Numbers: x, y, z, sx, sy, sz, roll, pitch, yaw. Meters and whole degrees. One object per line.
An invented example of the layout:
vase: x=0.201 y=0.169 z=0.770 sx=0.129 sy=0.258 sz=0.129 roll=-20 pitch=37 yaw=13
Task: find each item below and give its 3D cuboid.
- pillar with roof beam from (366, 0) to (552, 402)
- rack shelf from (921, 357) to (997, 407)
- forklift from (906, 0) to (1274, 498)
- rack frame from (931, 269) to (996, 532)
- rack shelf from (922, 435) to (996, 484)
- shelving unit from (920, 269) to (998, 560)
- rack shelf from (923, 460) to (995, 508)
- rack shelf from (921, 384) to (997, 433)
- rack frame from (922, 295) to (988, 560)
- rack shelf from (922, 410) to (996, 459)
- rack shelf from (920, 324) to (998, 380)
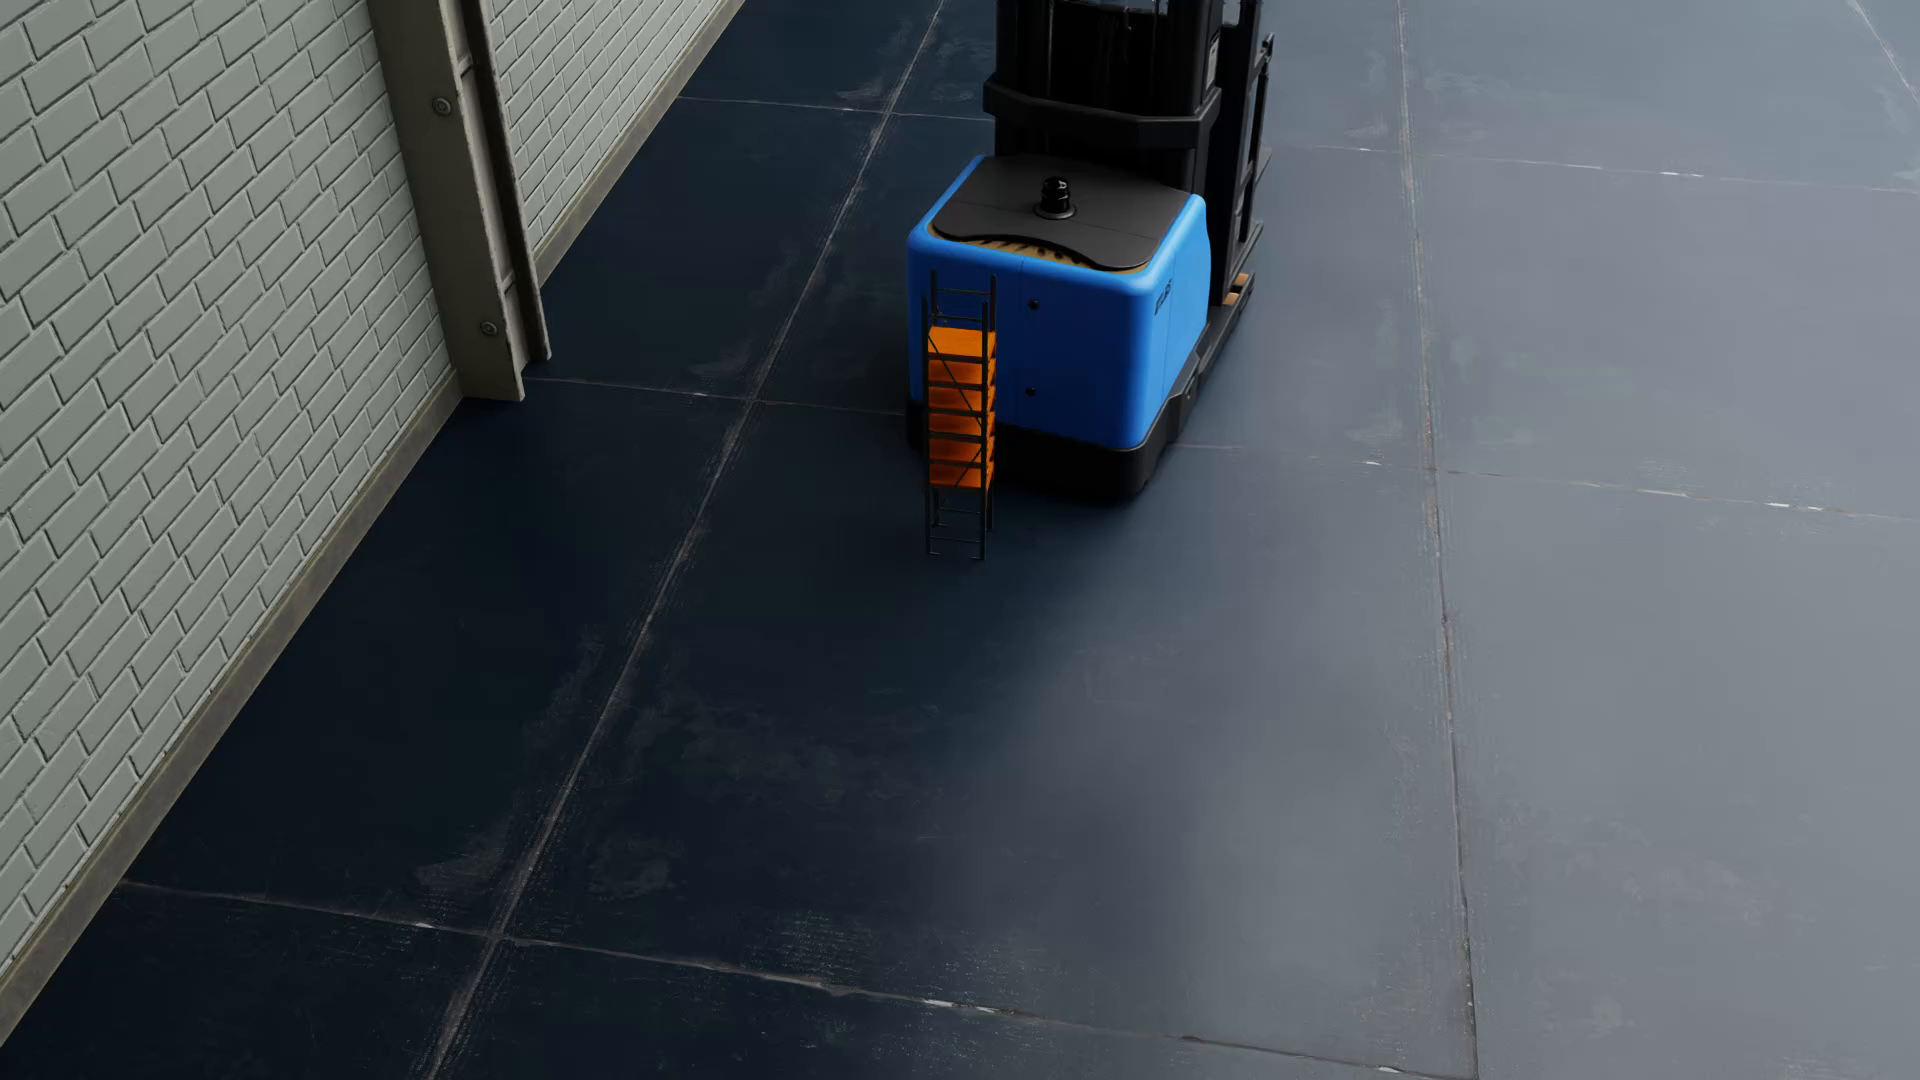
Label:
pillar with roof beam: x=2.140 y=-3.758 z=4.233 sx=9.100 sy=9.000 sz=0.400 roll=6 pitch=40 yaw=8
rack shelf: x=-0.002 y=-0.604 z=6.232 sx=0.258 sy=0.103 sz=0.180 roll=6 pitch=40 yaw=8
forklift: x=0.794 y=-2.246 z=7.166 sx=1.130 sy=2.935 sz=3.031 roll=14 pitch=42 yaw=17
rack frame: x=0.013 y=-0.511 z=6.426 sx=0.240 sy=1.200 sz=0.006 roll=6 pitch=40 yaw=8
rack shelf: x=-0.003 y=-0.327 z=6.461 sx=0.258 sy=0.103 sz=0.180 roll=6 pitch=40 yaw=8
shelving unit: x=-0.002 y=-0.453 z=6.357 sx=0.258 sy=1.200 sz=0.189 roll=6 pitch=40 yaw=8
rack shelf: x=-0.003 y=-0.234 z=6.538 sx=0.258 sy=0.103 sz=0.180 roll=6 pitch=40 yaw=8
rack shelf: x=-0.002 y=-0.512 z=6.309 sx=0.258 sy=0.103 sz=0.180 roll=6 pitch=40 yaw=8
rack frame: x=-0.018 y=-0.396 z=6.287 sx=0.240 sy=1.200 sz=0.006 roll=6 pitch=40 yaw=8
rack shelf: x=-0.003 y=-0.419 z=6.385 sx=0.258 sy=0.103 sz=0.180 roll=6 pitch=40 yaw=8
rack shelf: x=-0.002 y=-0.697 z=6.156 sx=0.258 sy=0.103 sz=0.180 roll=6 pitch=40 yaw=8
